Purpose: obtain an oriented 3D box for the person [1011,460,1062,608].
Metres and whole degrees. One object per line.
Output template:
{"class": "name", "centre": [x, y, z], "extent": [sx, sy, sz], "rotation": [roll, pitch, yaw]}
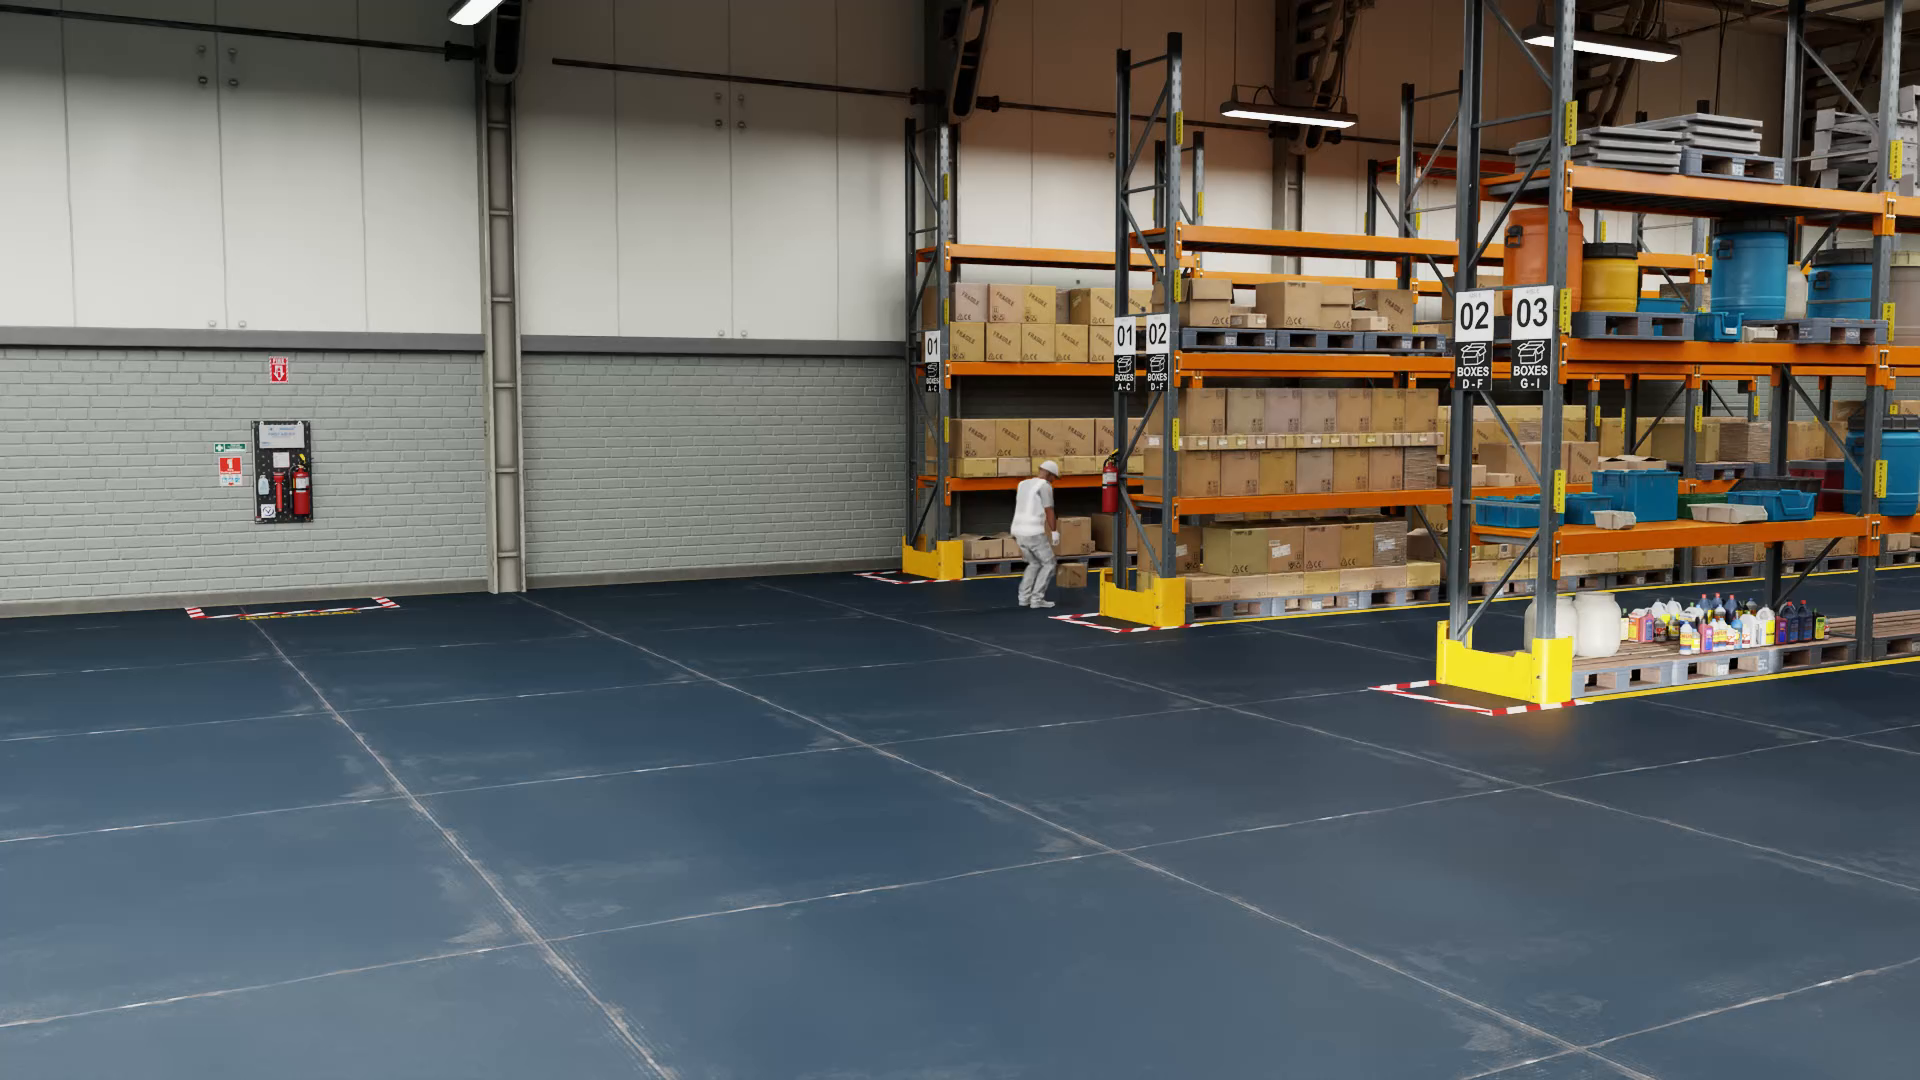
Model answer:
{"class": "person", "centre": [0.860, -0.072, 18.732], "extent": [0.584, 1.644, 0.594], "rotation": [-3, 6, -28]}
